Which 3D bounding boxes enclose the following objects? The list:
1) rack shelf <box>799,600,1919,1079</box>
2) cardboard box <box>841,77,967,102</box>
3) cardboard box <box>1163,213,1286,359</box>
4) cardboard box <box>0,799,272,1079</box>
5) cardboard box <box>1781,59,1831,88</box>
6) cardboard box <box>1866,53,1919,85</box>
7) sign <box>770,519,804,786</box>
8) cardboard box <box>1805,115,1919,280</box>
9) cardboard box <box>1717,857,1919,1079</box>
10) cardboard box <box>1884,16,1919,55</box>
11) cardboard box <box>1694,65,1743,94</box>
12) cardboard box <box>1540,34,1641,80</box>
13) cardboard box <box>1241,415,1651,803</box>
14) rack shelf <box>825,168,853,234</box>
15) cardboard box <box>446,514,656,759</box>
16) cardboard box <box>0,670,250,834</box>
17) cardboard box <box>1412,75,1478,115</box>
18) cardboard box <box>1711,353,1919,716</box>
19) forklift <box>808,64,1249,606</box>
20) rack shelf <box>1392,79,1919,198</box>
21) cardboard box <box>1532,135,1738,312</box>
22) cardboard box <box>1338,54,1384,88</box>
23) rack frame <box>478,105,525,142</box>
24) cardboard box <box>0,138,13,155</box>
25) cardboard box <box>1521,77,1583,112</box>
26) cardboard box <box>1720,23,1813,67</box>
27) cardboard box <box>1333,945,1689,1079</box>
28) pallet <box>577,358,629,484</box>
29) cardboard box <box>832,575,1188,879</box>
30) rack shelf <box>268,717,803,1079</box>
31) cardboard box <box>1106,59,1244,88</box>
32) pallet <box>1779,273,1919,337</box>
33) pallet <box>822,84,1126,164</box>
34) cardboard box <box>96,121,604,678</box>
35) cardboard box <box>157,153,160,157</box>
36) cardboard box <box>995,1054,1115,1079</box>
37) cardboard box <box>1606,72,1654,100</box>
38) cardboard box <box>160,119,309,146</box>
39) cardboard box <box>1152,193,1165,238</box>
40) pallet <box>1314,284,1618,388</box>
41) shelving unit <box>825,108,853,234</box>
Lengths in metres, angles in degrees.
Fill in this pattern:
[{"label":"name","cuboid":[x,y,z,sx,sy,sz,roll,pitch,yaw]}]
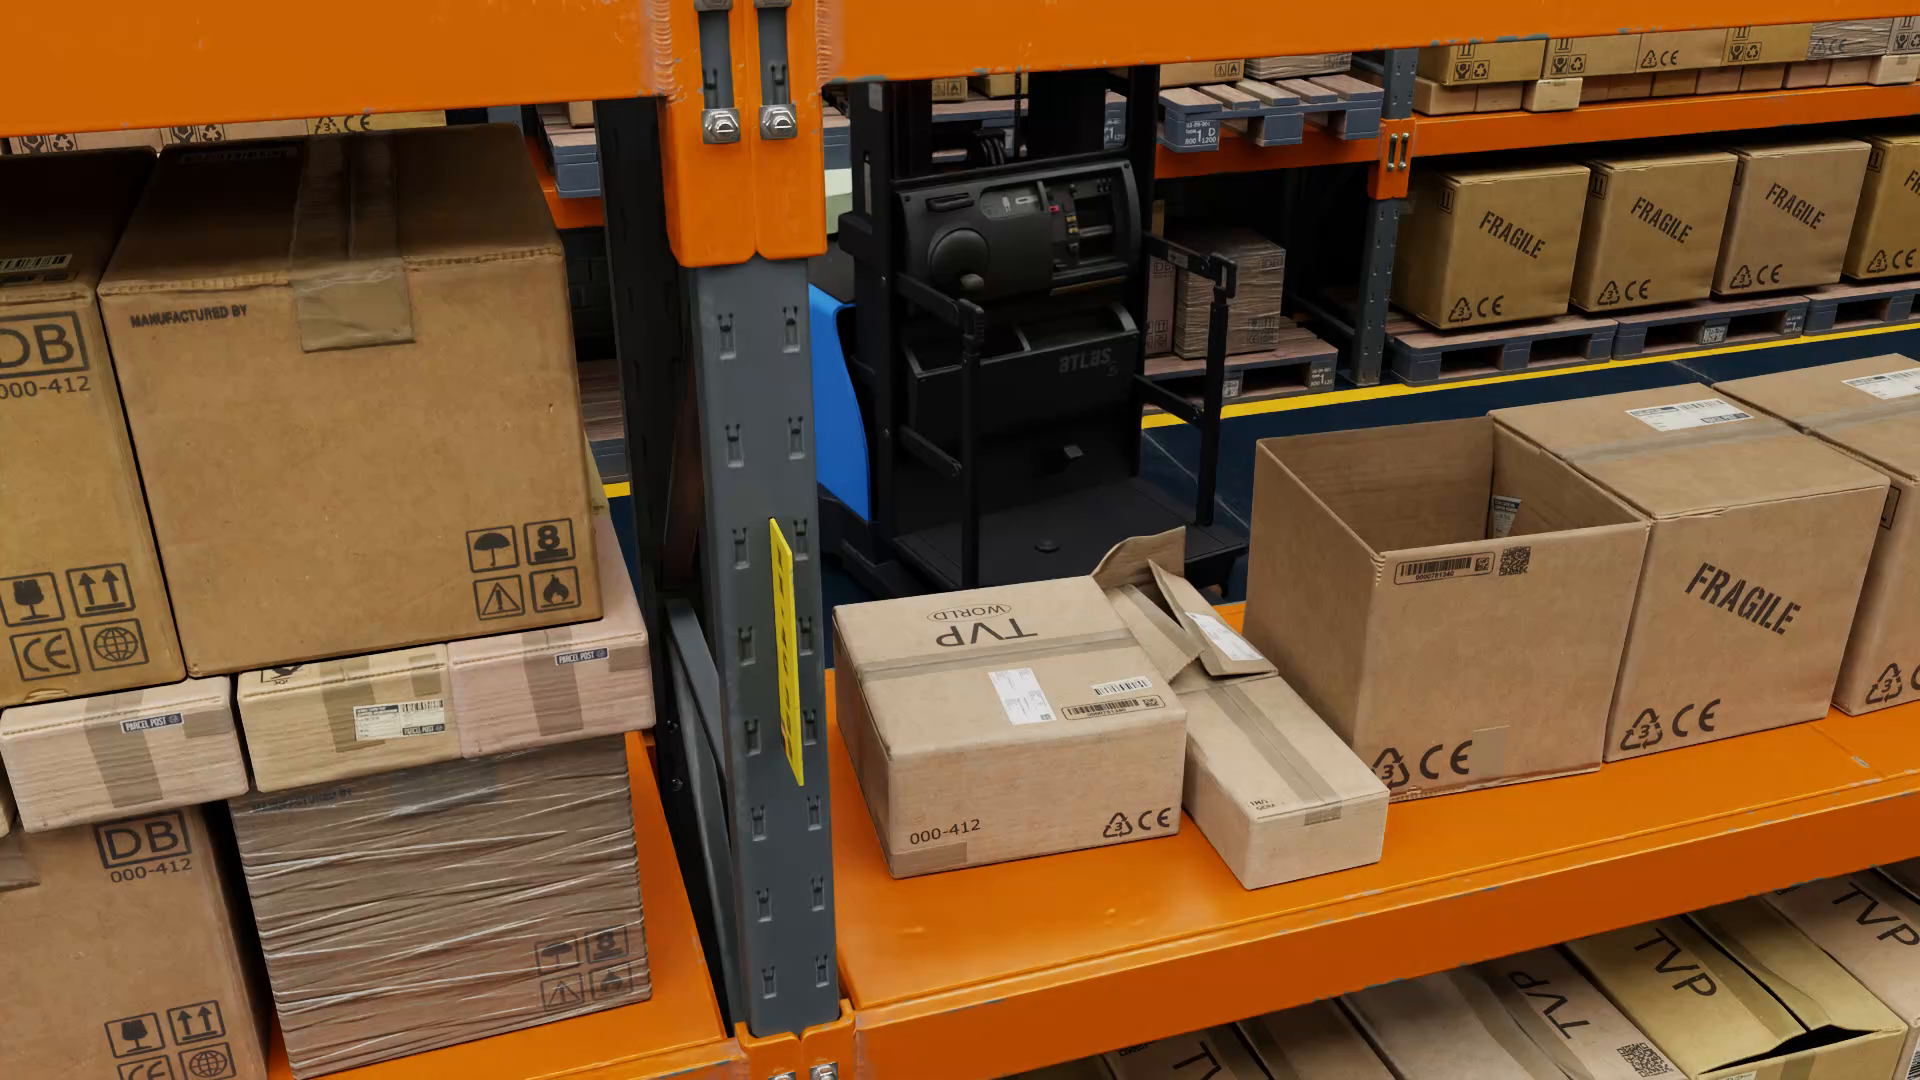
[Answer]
[{"label":"rack shelf","cuboid":[1.517,0.376,3.429,4.000,0.370,1.077,-8,28,-16]},{"label":"cardboard box","cuboid":[-0.278,-2.241,7.283,0.500,0.500,0.700,-5,27,-9]},{"label":"cardboard box","cuboid":[1.212,-1.272,8.256,0.500,0.500,0.700,-8,27,-15]},{"label":"cardboard box","cuboid":[-1.304,0.423,2.412,0.500,0.500,0.700,-9,28,-17]},{"label":"cardboard box","cuboid":[4.229,-2.441,8.553,0.250,0.149,0.380,-9,28,-18]},{"label":"cardboard box","cuboid":[4.725,-2.474,8.621,0.250,0.149,0.380,-8,28,-16]},{"label":"sign","cuboid":[-0.212,0.140,2.032,0.005,0.325,0.100,-8,28,-16]},{"label":"cardboard box","cuboid":[5.106,-1.948,9.245,0.750,0.750,0.750,-8,27,-15]},{"label":"cardboard box","cuboid":[2.024,0.889,3.575,0.500,0.311,0.500,-8,28,-16]},{"label":"cardboard box","cuboid":[4.841,-2.809,8.566,0.500,0.500,0.500,-8,28,-16]},{"label":"cardboard box","cuboid":[3.721,-2.376,8.422,0.250,0.149,0.380,-8,28,-16]},{"label":"cardboard box","cuboid":[2.923,-2.530,8.003,0.500,0.500,0.500,-7,27,-14]},{"label":"cardboard box","cuboid":[0.851,0.113,3.038,0.500,0.500,0.500,-6,27,-12]},{"label":"rack shelf","cuboid":[-0.687,-1.295,6.738,0.720,0.370,0.431,-16,35,-28]},{"label":"cardboard box","cuboid":[-0.577,0.121,2.290,0.250,0.149,0.380,-8,28,-16]},{"label":"cardboard box","cuboid":[-1.061,0.192,2.149,0.250,0.149,0.380,-9,28,-18]},{"label":"cardboard box","cuboid":[2.266,-2.160,7.987,0.250,0.149,0.380,-9,28,-17]},{"label":"cardboard box","cuboid":[1.828,-0.029,3.323,0.500,0.500,0.500,-10,28,-19]},{"label":"forklift","cuboid":[0.328,-1.040,5.548,1.130,2.935,3.031,-14,30,-27]},{"label":"rack shelf","cuboid":[3.783,-2.269,8.757,4.000,0.370,1.077,-8,28,-16]},{"label":"cardboard box","cuboid":[3.456,-1.705,8.756,0.750,0.750,0.750,-8,28,-16]},{"label":"cardboard box","cuboid":[2.111,-2.366,8.402,0.250,0.149,0.380,-8,27,-15]},{"label":"rack frame","cuboid":[-1.922,-1.765,6.932,0.127,3.000,1.000,-8,28,-16]},{"label":"cardboard box","cuboid":[-3.725,-1.639,5.981,0.500,0.500,0.500,-7,27,-14]},{"label":"cardboard box","cuboid":[2.787,-2.192,8.052,0.250,0.149,0.380,-7,27,-15]},{"label":"cardboard box","cuboid":[3.888,-2.673,8.291,0.500,0.500,0.500,-7,27,-15]},{"label":"cardboard box","cuboid":[1.055,1.031,3.289,0.500,0.311,0.500,-9,28,-18]},{"label":"pallet","cuboid":[-1.183,-0.624,7.770,1.213,0.211,1.003,-8,28,-16]},{"label":"cardboard box","cuboid":[0.070,0.310,2.922,0.500,0.250,0.500,-7,27,-13]},{"label":"rack shelf","cuboid":[-2.287,0.926,2.320,4.000,0.370,1.077,-8,28,-16]},{"label":"cardboard box","cuboid":[0.914,-2.401,7.605,0.500,0.500,0.700,-11,28,-21]},{"label":"pallet","cuboid":[4.974,-1.480,9.493,1.213,0.211,1.003,-8,28,-16]},{"label":"pallet","cuboid":[0.011,-1.940,7.501,1.213,0.211,1.003,-8,28,-16]},{"label":"cardboard box","cuboid":[-0.805,-0.233,2.275,0.500,0.500,0.700,-8,28,-16]},{"label":"cardboard box","cuboid":[-3.229,-1.373,6.288,0.500,0.250,0.500,-8,28,-16]},{"label":"cardboard box","cuboid":[0.085,1.169,3.010,0.500,0.311,0.500,-8,28,-16]},{"label":"cardboard box","cuboid":[3.232,-2.318,8.306,0.250,0.149,0.380,-8,27,-15]},{"label":"cardboard box","cuboid":[-2.749,-1.776,6.257,0.500,0.500,0.500,-8,28,-16]},{"label":"cardboard box","cuboid":[0.651,-1.556,7.984,0.500,0.250,0.500,-8,27,-15]},{"label":"pallet","cuboid":[2.654,-1.144,8.816,1.213,0.211,1.003,-8,28,-16]},{"label":"shelving unit","cuboid":[-0.703,-0.960,6.938,0.755,1.500,0.431,-16,35,-28]}]
